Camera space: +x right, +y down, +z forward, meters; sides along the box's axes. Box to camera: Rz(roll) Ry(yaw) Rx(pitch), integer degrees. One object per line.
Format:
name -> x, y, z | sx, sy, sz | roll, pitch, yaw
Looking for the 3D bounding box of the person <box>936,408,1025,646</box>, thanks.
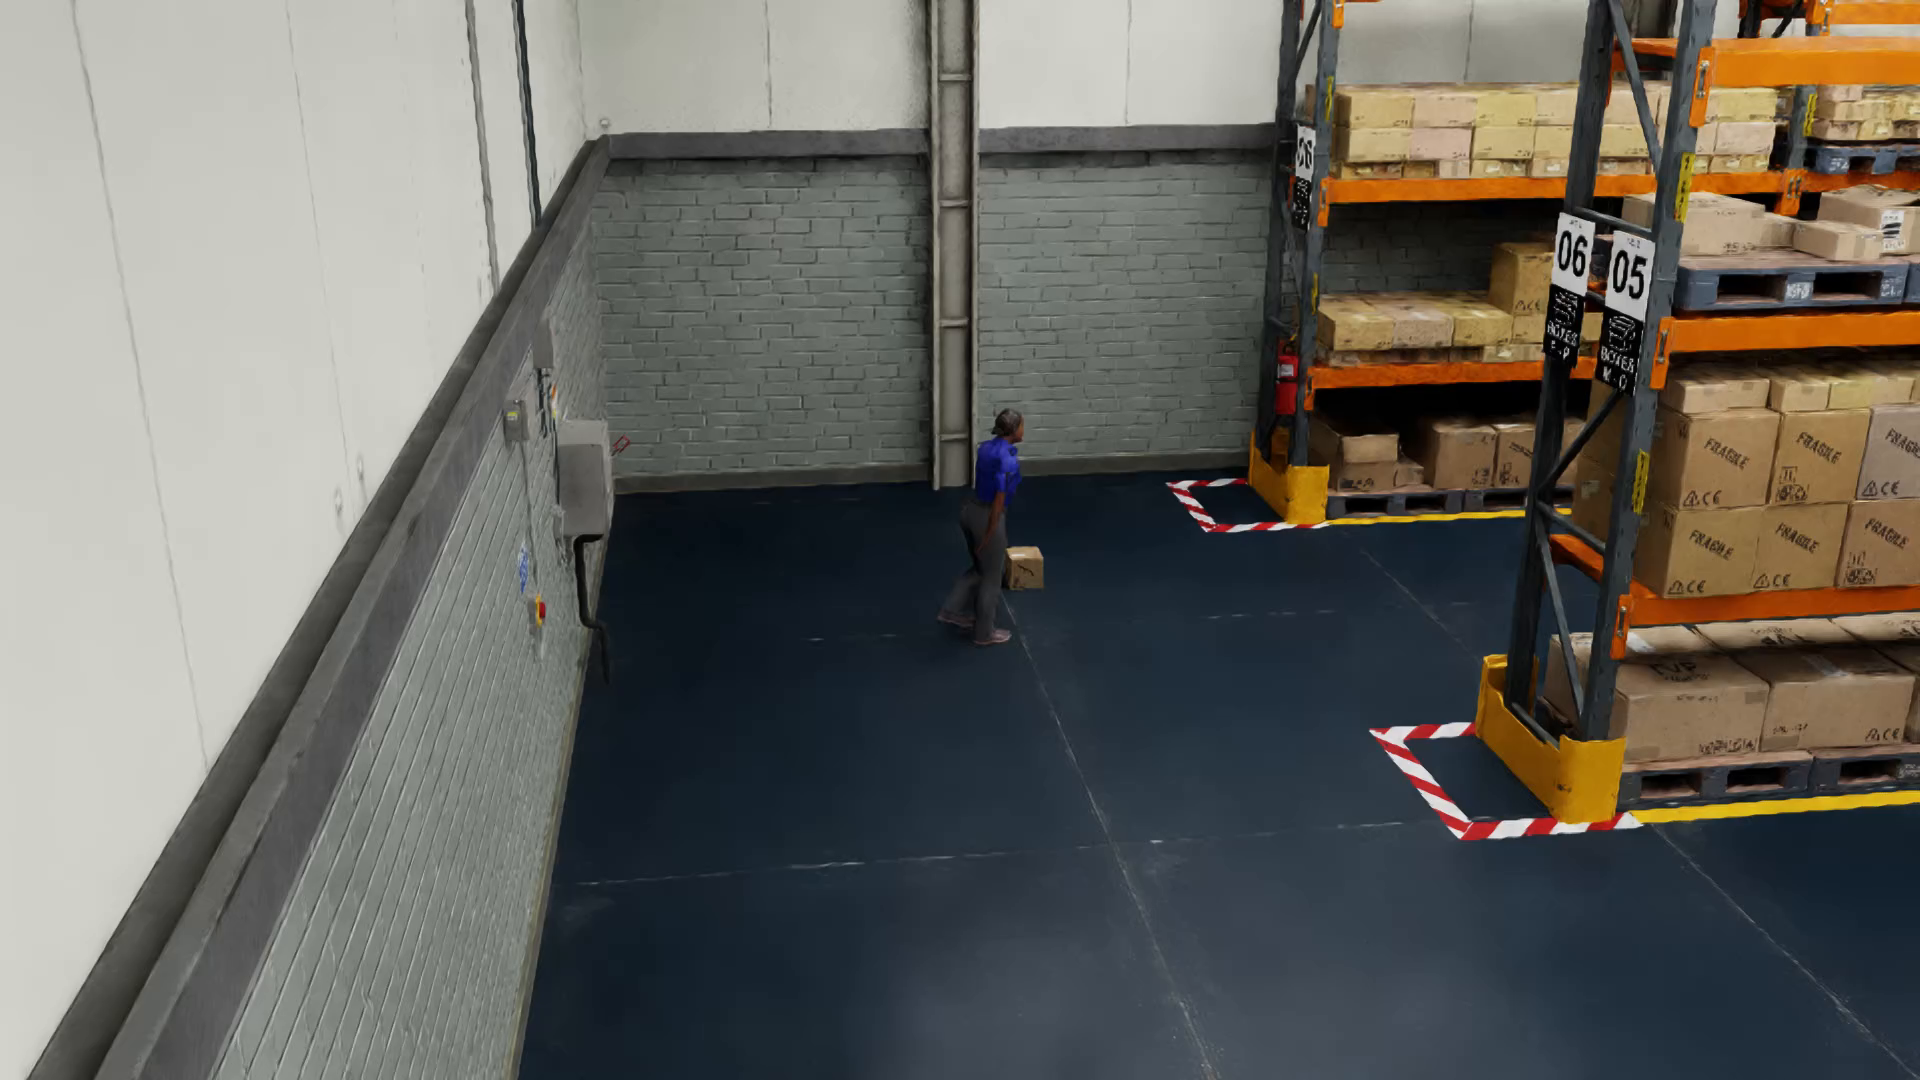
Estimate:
person -> 0.164, -0.086, 11.351 | 0.614, 1.635, 0.448 | -11, 23, -28
